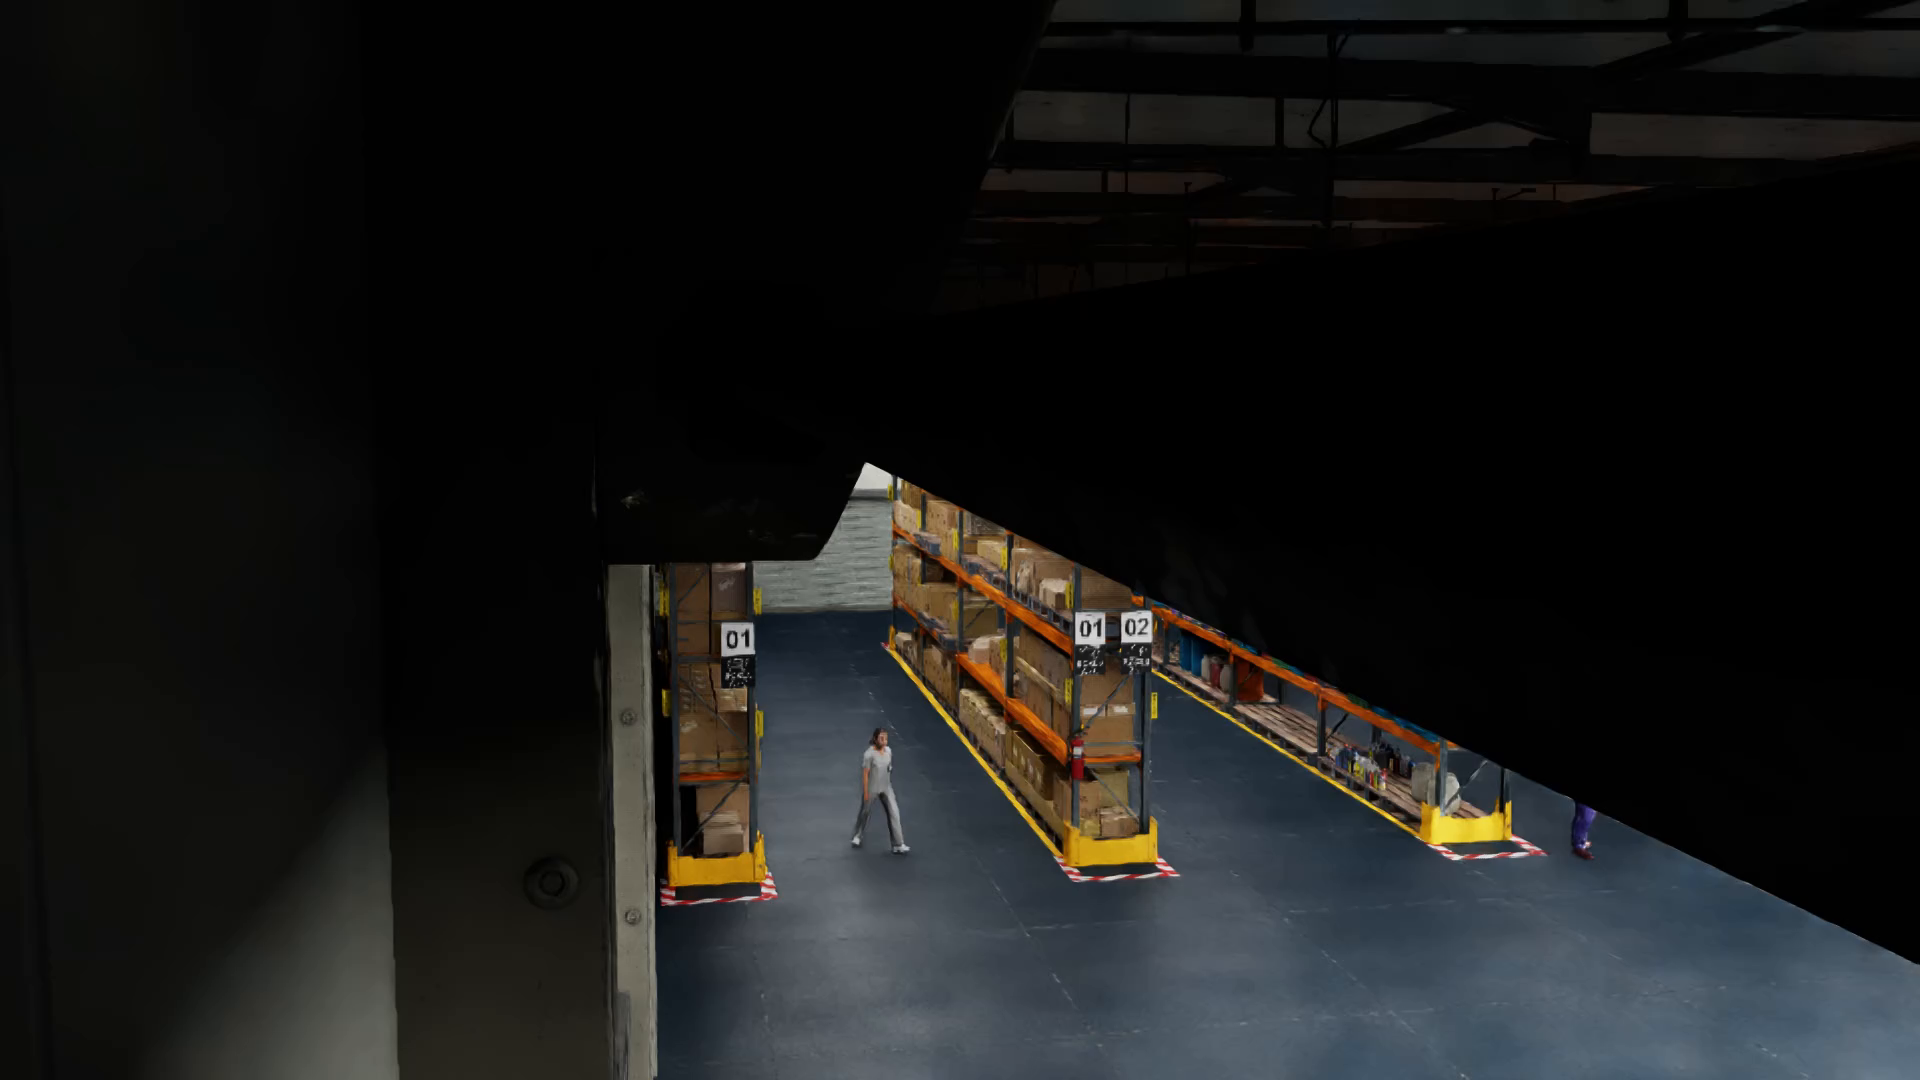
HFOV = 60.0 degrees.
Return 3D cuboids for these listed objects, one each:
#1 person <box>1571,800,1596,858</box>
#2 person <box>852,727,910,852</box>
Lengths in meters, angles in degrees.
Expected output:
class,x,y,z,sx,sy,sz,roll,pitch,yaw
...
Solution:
class,x,y,z,sx,sy,sz,roll,pitch,yaw
person,8.046,3.195,21.354,0.386,1.650,0.653,0,6,0
person,-1.055,3.208,21.506,0.479,1.621,0.950,-4,7,-33
